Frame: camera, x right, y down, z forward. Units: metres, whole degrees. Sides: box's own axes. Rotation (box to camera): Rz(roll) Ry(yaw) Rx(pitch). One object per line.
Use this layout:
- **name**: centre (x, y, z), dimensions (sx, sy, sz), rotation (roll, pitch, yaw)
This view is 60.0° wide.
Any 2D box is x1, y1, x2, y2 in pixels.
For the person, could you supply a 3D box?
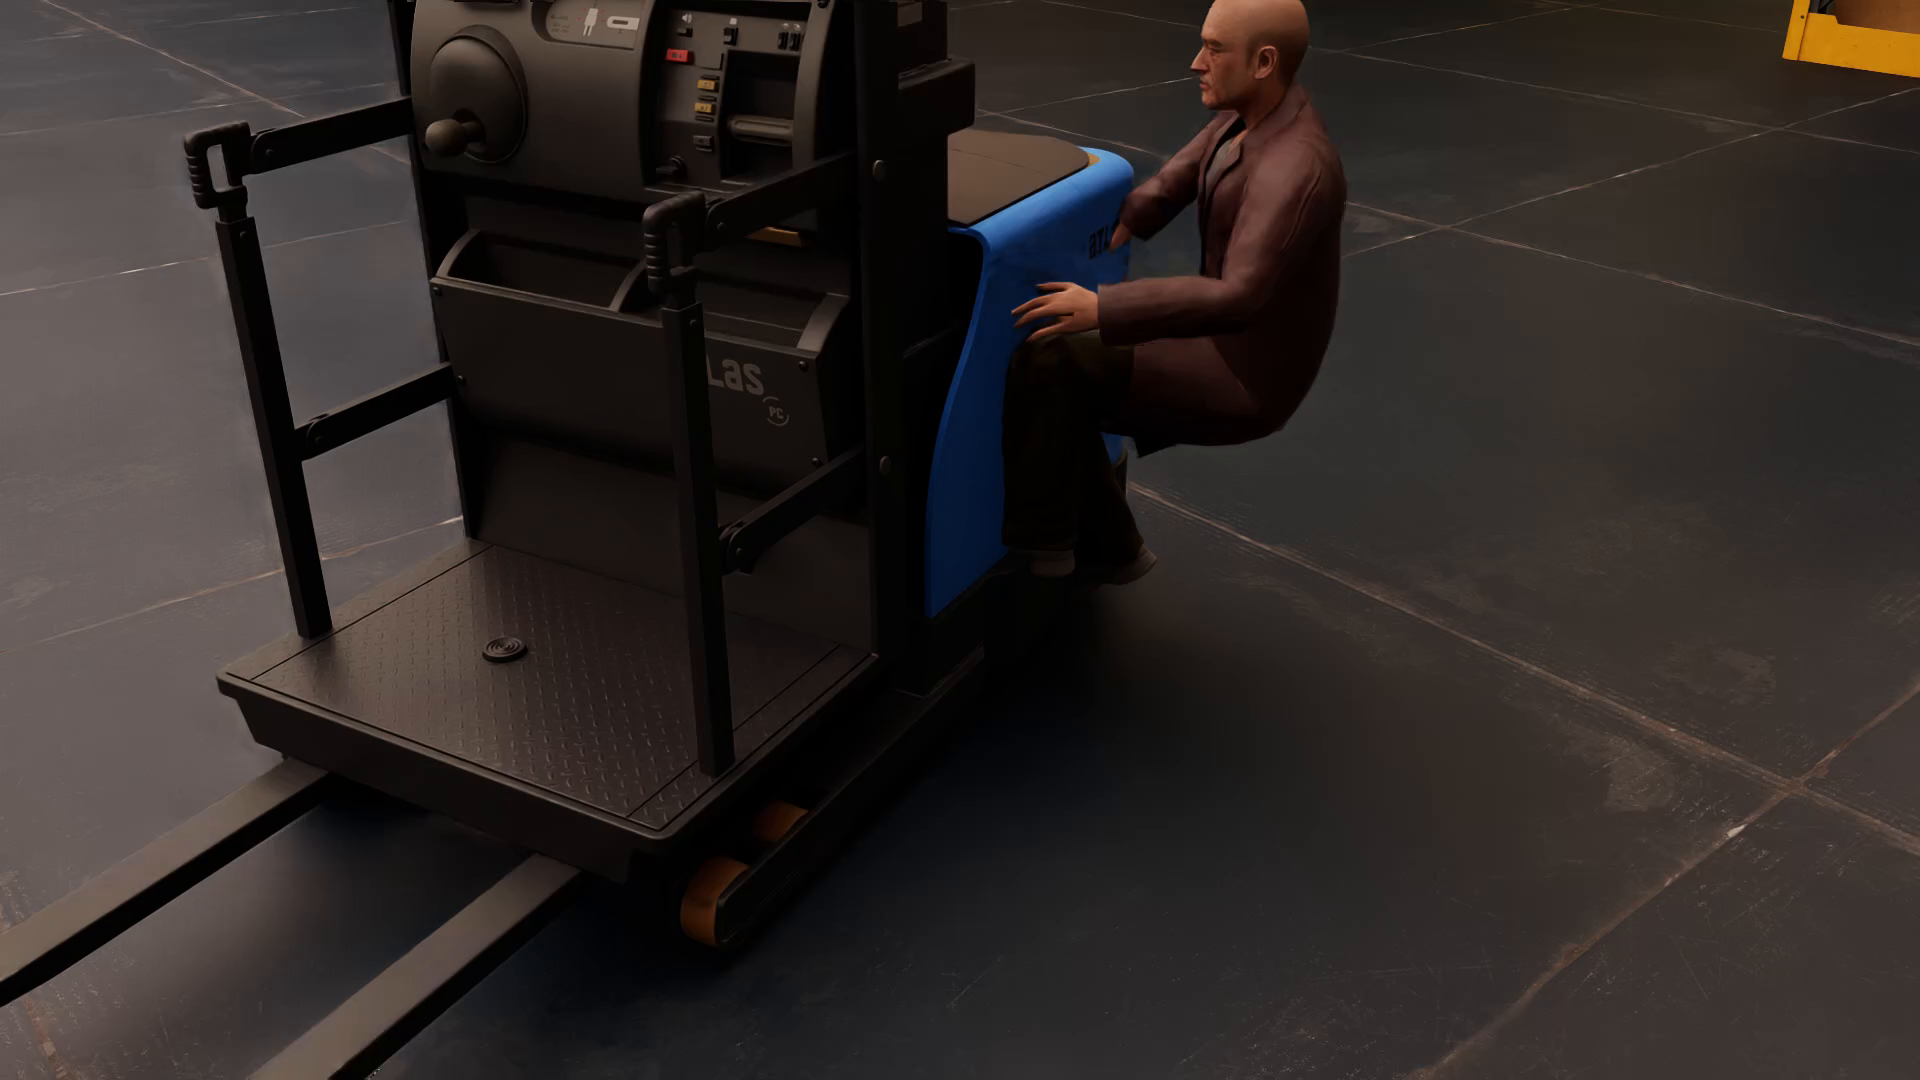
- **person**: centre (0.346, -0.411, 3.608), dimensions (0.896, 1.544, 0.944), rotation (-3, 27, -6)

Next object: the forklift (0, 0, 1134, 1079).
- **forklift**: centre (-0.726, -0.803, 2.822), dimensions (1.130, 2.935, 3.031), rotation (14, 30, 26)
